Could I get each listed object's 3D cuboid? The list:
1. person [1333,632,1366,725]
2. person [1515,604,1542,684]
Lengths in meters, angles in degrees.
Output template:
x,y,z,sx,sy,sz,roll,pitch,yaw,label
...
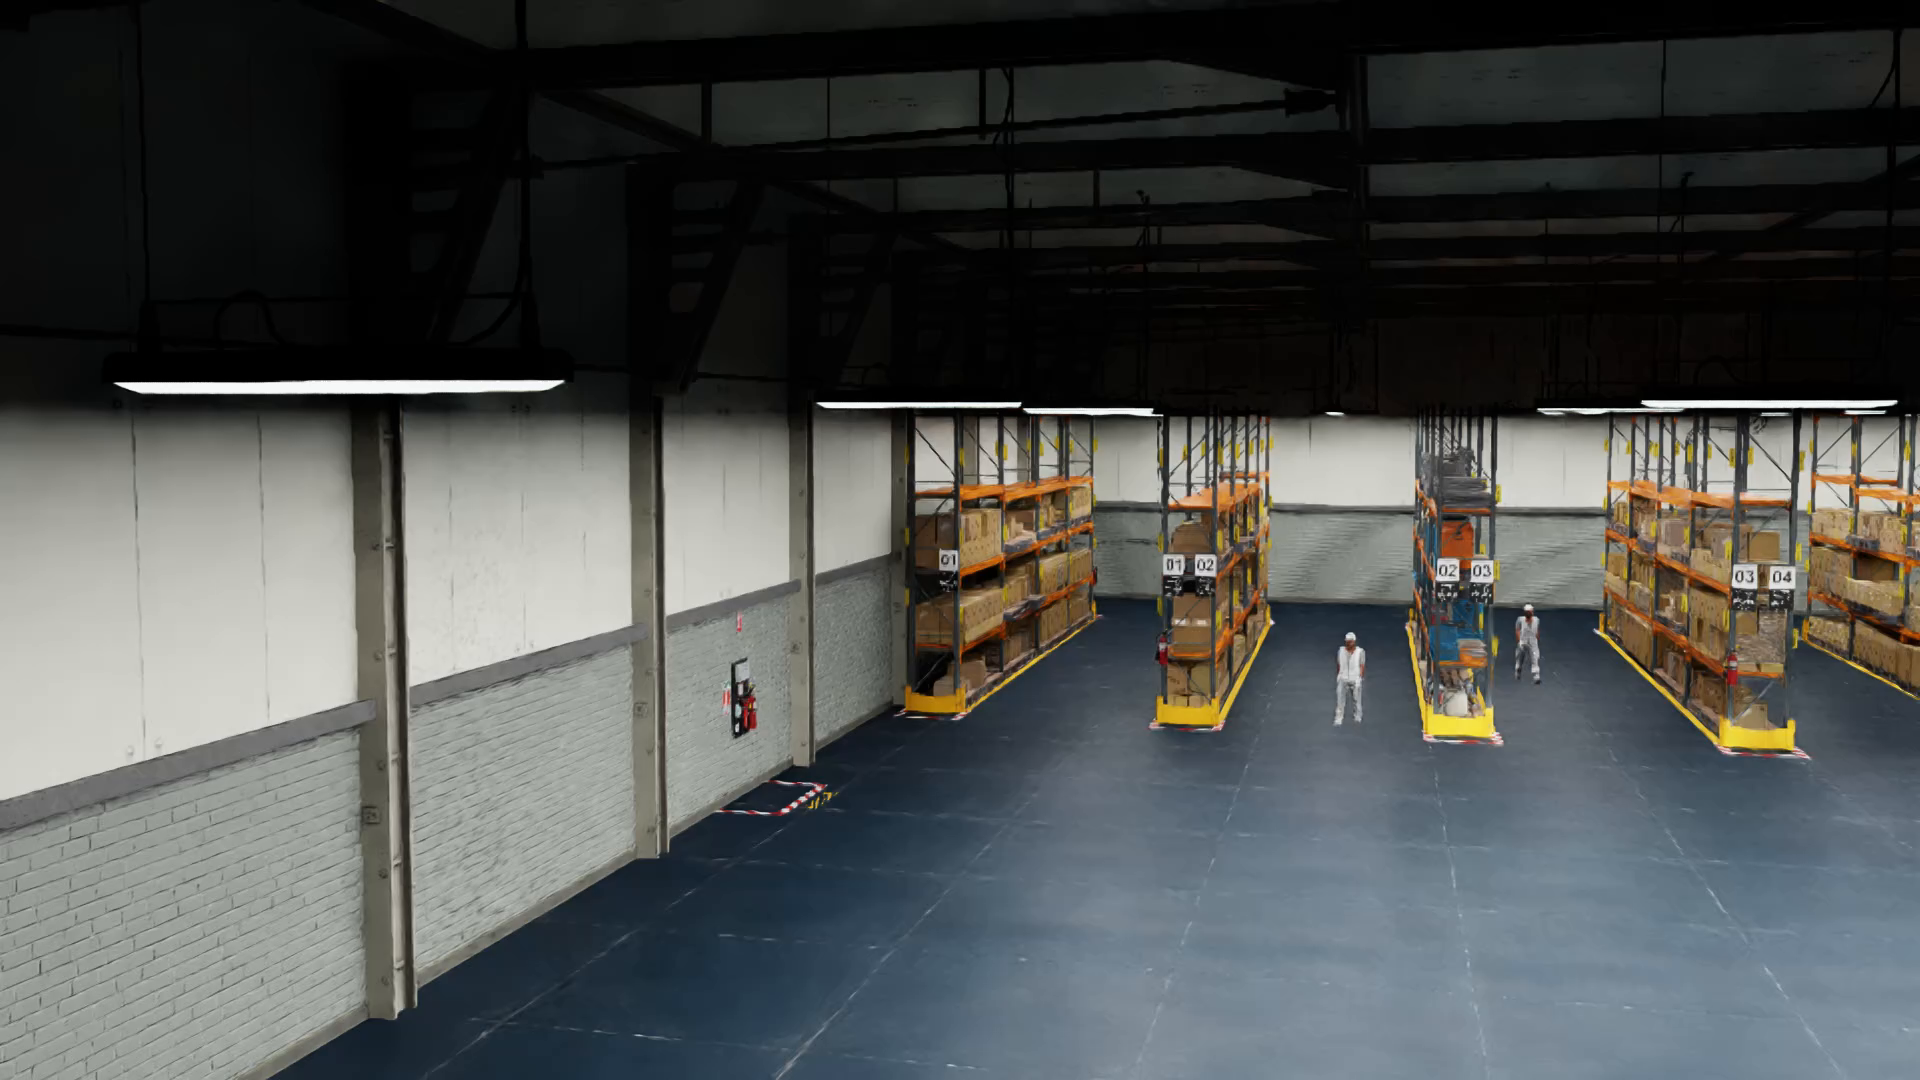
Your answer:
x,y,z,sx,sy,sz,roll,pitch,yaw,label
7.298,2.582,31.093,0.555,1.721,1.024,2,5,23,person
12.302,2.229,36.026,0.554,1.710,1.093,0,4,5,person
